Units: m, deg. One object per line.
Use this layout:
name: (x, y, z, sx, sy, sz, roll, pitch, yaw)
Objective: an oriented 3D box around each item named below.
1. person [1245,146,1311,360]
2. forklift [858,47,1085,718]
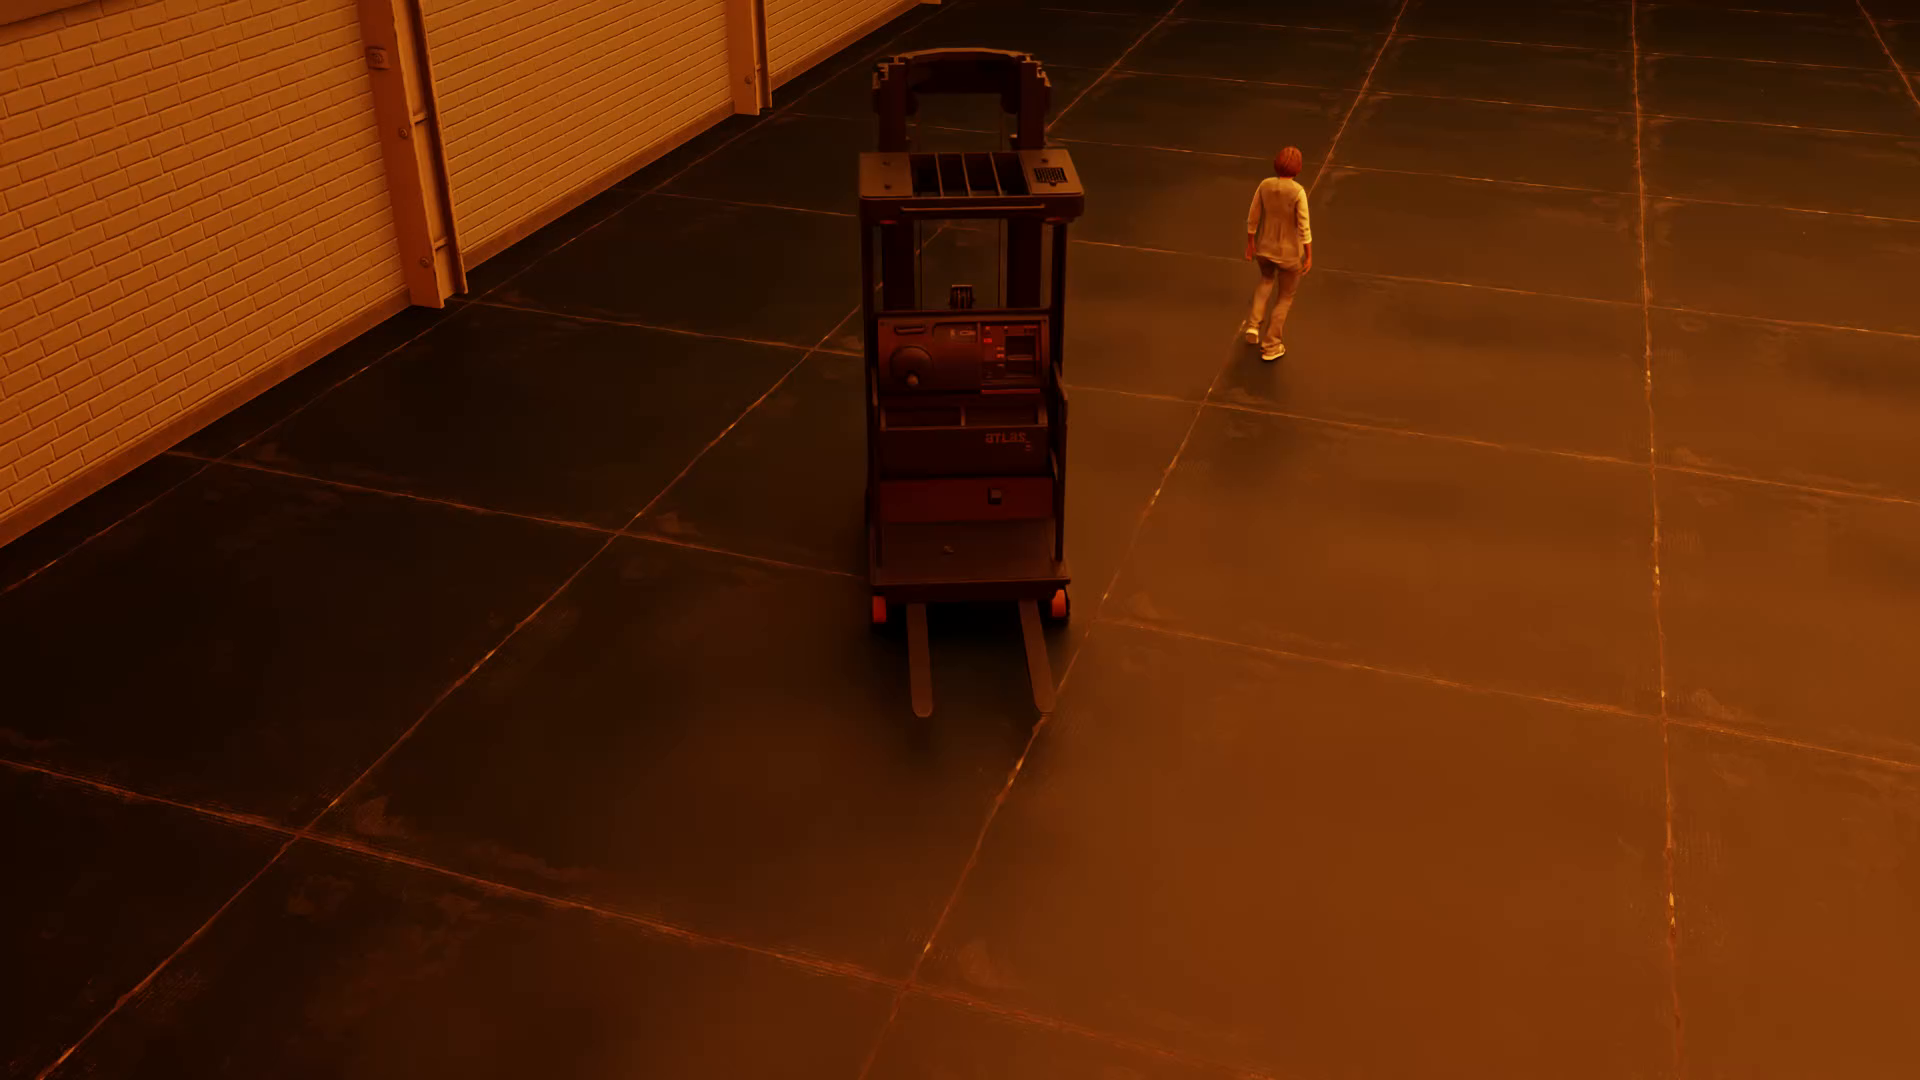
person: (2.355, -2.110, 12.218, 0.518, 1.589, 0.445, 21, 36, 32)
forklift: (0.035, -0.972, 8.842, 1.130, 2.935, 3.031, -2, 30, -3)
